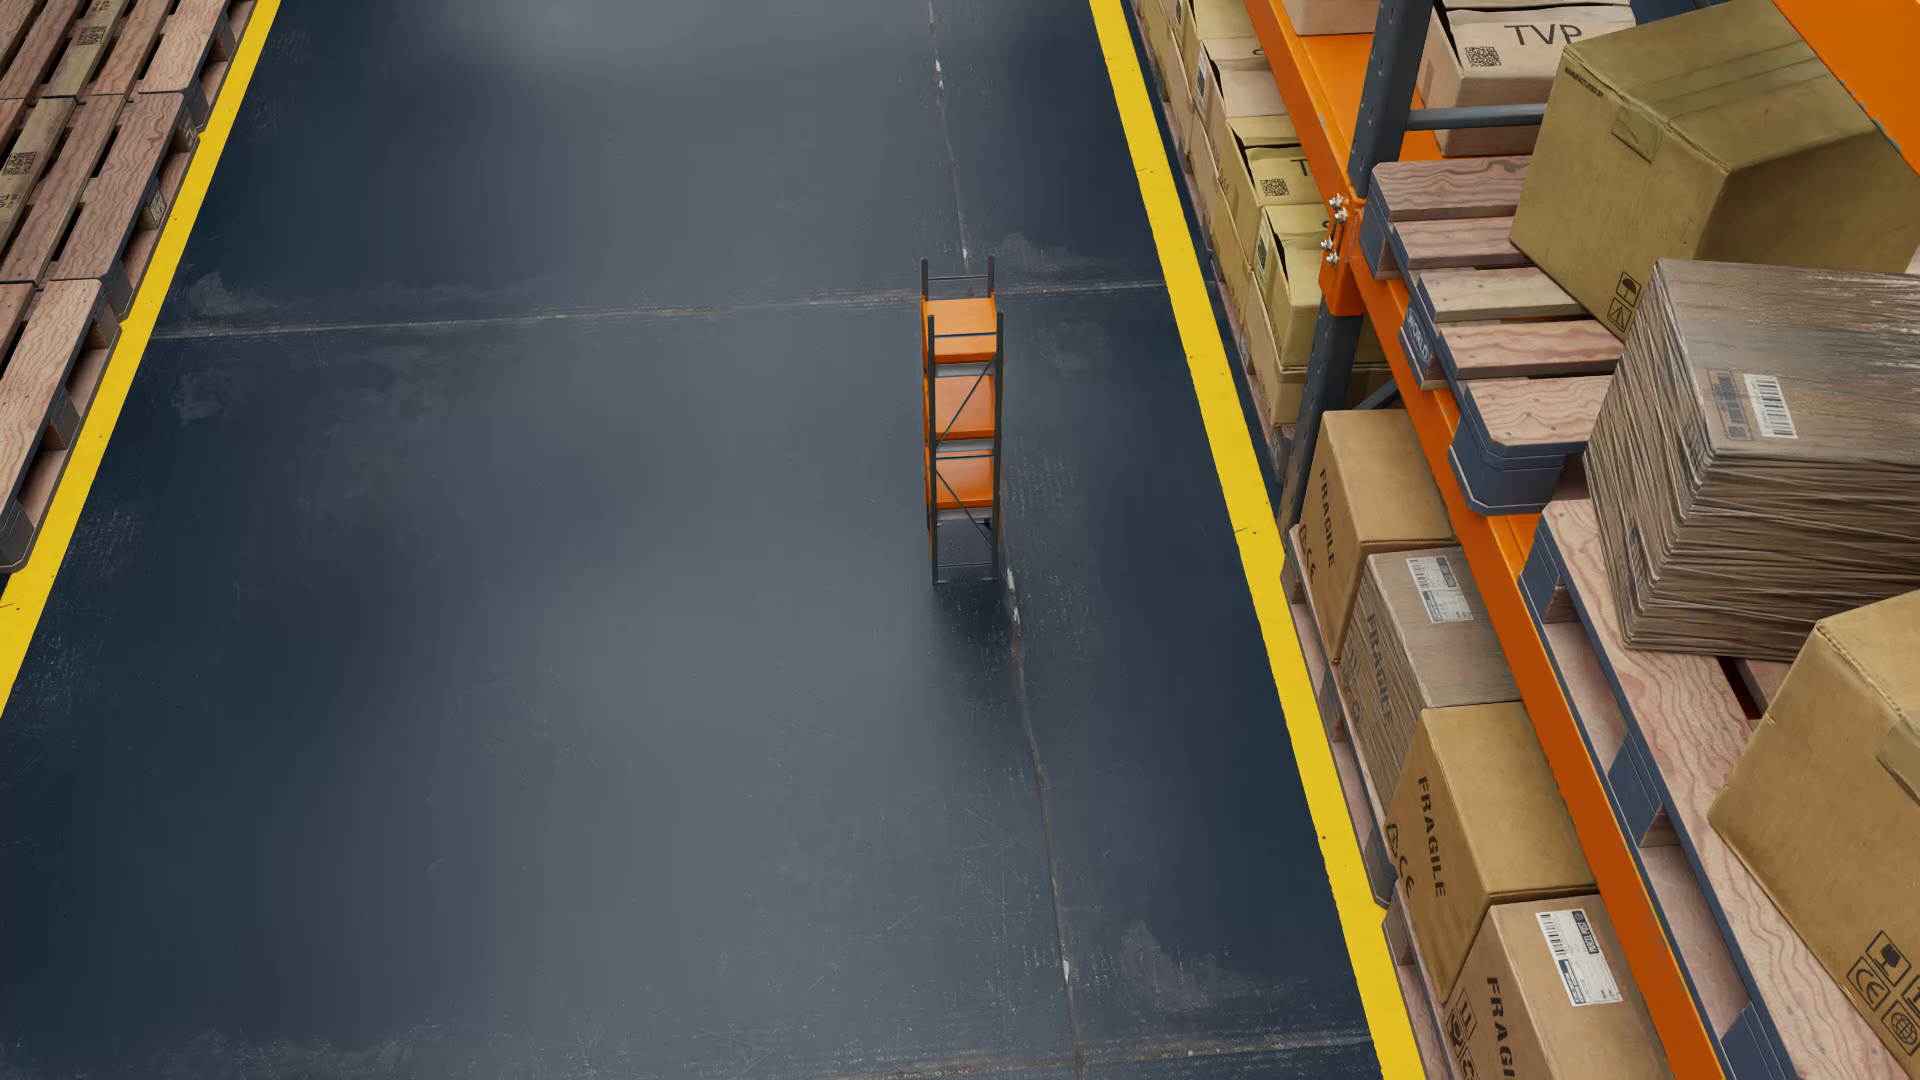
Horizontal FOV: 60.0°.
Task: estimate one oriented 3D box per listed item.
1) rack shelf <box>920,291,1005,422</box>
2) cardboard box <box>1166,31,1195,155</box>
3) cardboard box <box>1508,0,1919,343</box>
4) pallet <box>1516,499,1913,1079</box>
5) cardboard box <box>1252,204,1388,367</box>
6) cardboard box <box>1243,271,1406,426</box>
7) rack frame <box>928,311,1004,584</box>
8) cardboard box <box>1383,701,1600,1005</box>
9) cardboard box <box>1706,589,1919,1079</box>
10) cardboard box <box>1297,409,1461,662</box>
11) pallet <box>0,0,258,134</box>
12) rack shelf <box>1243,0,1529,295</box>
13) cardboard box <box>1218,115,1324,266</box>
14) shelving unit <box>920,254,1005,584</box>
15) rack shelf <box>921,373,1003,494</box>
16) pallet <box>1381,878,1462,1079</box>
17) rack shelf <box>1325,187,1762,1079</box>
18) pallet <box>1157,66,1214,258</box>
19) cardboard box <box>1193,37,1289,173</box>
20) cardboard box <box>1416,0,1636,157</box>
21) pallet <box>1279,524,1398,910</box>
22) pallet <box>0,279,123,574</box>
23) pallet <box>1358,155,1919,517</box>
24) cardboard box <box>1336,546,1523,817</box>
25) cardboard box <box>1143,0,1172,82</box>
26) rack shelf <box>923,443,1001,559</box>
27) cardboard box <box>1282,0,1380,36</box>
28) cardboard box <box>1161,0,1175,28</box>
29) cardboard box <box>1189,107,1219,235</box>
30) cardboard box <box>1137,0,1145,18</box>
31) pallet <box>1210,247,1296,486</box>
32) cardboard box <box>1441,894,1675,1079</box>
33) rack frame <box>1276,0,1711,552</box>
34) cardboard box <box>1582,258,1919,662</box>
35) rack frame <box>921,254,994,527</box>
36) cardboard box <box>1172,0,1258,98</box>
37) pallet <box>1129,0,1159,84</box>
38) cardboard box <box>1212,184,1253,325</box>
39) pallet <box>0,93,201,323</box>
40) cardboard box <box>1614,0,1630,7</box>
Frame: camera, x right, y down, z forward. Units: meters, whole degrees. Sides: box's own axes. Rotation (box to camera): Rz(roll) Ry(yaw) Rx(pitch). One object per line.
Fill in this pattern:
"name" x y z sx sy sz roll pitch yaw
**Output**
"rack shelf" 0.004 -0.510 4.634 0.215 0.259 0.240 -3 47 -3
"cardboard box" 1.092 -1.744 6.441 0.500 0.250 0.500 -3 47 -3
"cardboard box" 1.676 -0.801 3.584 0.700 0.500 0.500 -18 49 -16
"pallet" 1.678 0.402 2.936 1.003 0.211 1.213 -3 47 -3
"cardboard box" 1.221 -0.826 5.185 0.500 0.311 0.500 -2 47 -2
"cardboard box" 1.223 -0.635 5.390 0.500 0.250 0.500 -2 47 -2
"rack frame" 0.015 -0.234 4.749 0.200 1.050 0.008 -3 47 -3
"cardboard box" 1.350 0.726 3.915 0.500 0.500 0.500 -4 47 -4
"cardboard box" 1.636 0.370 2.476 0.700 0.500 0.500 -14 48 -13
"cardboard box" 1.264 -0.016 4.618 0.500 0.500 0.500 -2 47 -2
"pallet" -3.656 -2.142 7.133 1.003 0.211 1.213 -3 47 -3
"rack shelf" 1.343 -2.270 5.830 1.077 0.370 4.000 -3 47 -3
"cardboard box" 1.171 -1.202 5.541 0.500 0.311 0.500 -4 47 -4
"shelving unit" 0.004 -0.322 4.832 0.215 1.050 0.252 -3 47 -3
"rack shelf" 0.004 -0.315 4.840 0.215 0.259 0.240 -3 47 -3
"pallet" 1.634 1.311 3.863 1.003 0.211 1.213 -3 47 -3
"rack shelf" 1.678 0.624 3.089 1.077 0.370 4.000 -3 47 -3
"pallet" 1.381 -1.591 6.611 1.003 0.211 1.213 -3 47 -3
"cardboard box" 1.132 -1.567 5.887 0.500 0.311 0.500 -4 47 -4
"cardboard box" 1.524 -1.306 4.482 0.500 0.311 0.500 -1 47 -1
"pallet" 1.535 0.431 4.697 1.003 0.211 1.213 -3 47 -3
"pallet" -3.452 -0.376 5.461 1.003 0.211 1.213 -3 47 -3
"pallet" 1.637 -0.519 3.807 1.213 0.211 1.003 -3 47 -3
"cardboard box" 1.313 0.363 4.259 0.500 0.500 0.500 -5 47 -5
"cardboard box" 1.050 -2.112 6.789 0.500 0.250 0.500 -5 47 -5
"rack shelf" 0.004 -0.124 5.042 0.215 0.259 0.240 -3 47 -3
"cardboard box" 1.160 -1.618 4.890 0.380 0.149 0.250 -3 47 -3
"cardboard box" 1.043 -2.305 6.586 0.500 0.311 0.500 -5 47 -5
"cardboard box" 1.138 -1.372 6.088 0.500 0.250 0.500 -3 47 -2
"cardboard box" 1.004 -2.487 7.144 0.500 0.250 0.500 -2 47 -2
"pallet" 1.480 -0.710 5.777 1.003 0.211 1.213 -3 47 -3
"cardboard box" 1.399 1.103 3.558 0.500 0.500 0.500 -5 47 -5
"rack frame" 1.511 -1.071 4.198 1.000 3.000 0.127 -3 47 -3
"cardboard box" 1.562 -0.127 2.947 0.700 0.500 0.500 4 47 4
"rack frame" -0.006 -0.411 4.916 0.200 1.050 0.008 -3 47 -3
"cardboard box" 1.092 -1.930 6.230 0.500 0.311 0.500 -2 47 -2
"pallet" 1.276 -2.475 7.449 1.003 0.211 1.213 -3 47 -3
"cardboard box" 1.177 -1.008 5.743 0.500 0.250 0.500 -4 47 -4
"pallet" -3.551 -1.257 6.295 1.003 0.211 1.213 -3 47 -3
"cardboard box" 1.629 -1.699 4.854 0.500 0.311 0.500 -4 47 -4
